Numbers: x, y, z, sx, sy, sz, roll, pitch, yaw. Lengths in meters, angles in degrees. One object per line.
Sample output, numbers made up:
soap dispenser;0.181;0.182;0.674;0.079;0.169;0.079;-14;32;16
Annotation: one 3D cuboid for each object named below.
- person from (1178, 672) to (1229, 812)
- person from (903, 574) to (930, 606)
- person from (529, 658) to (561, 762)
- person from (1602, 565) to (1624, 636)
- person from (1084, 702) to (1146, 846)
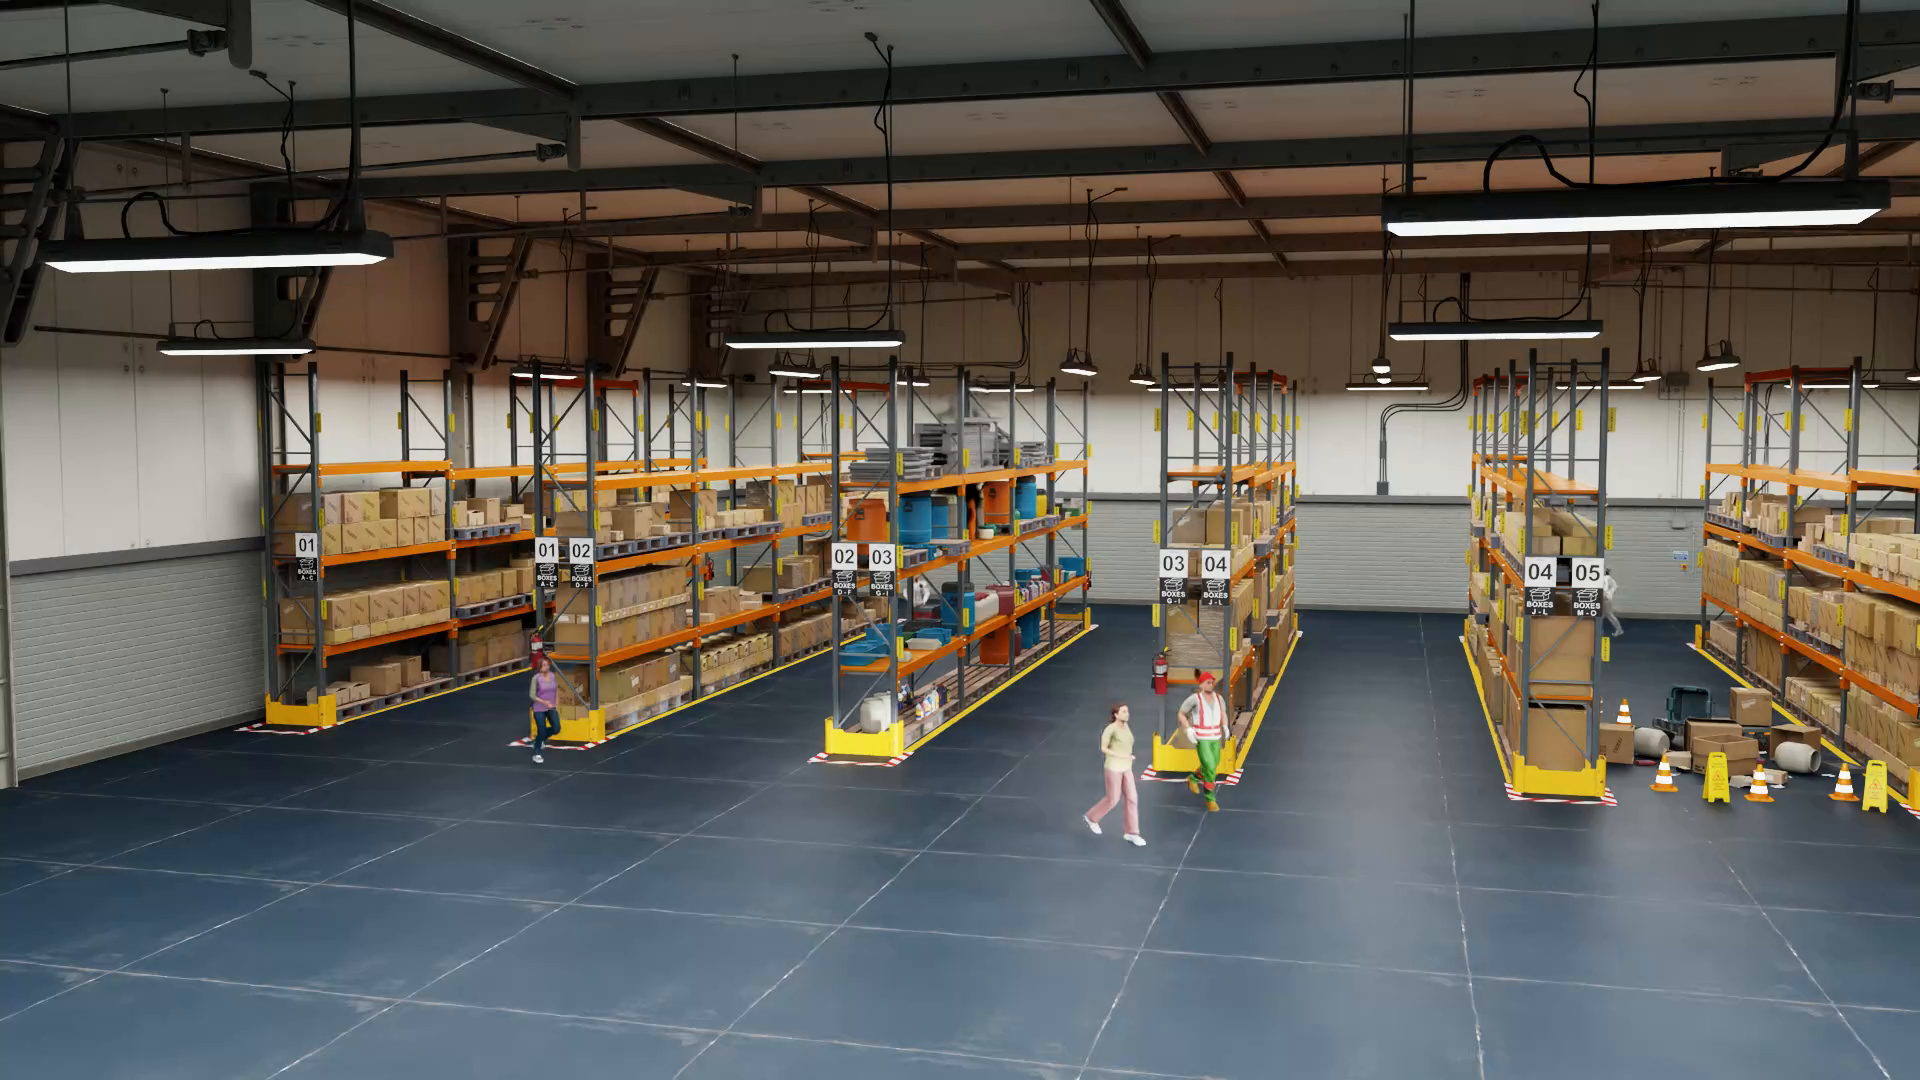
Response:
person;3.188;2.600;21.772;0.673;1.773;0.817;-2;5;-27
person;-1.018;1.488;38.322;0.609;1.666;0.583;0;4;5
person;-6.080;2.508;24.492;0.575;1.557;0.606;-4;6;-44
person;15.045;1.439;38.686;0.733;1.750;0.569;2;4;21
person;1.873;2.767;19.913;0.848;1.688;0.598;4;6;43
